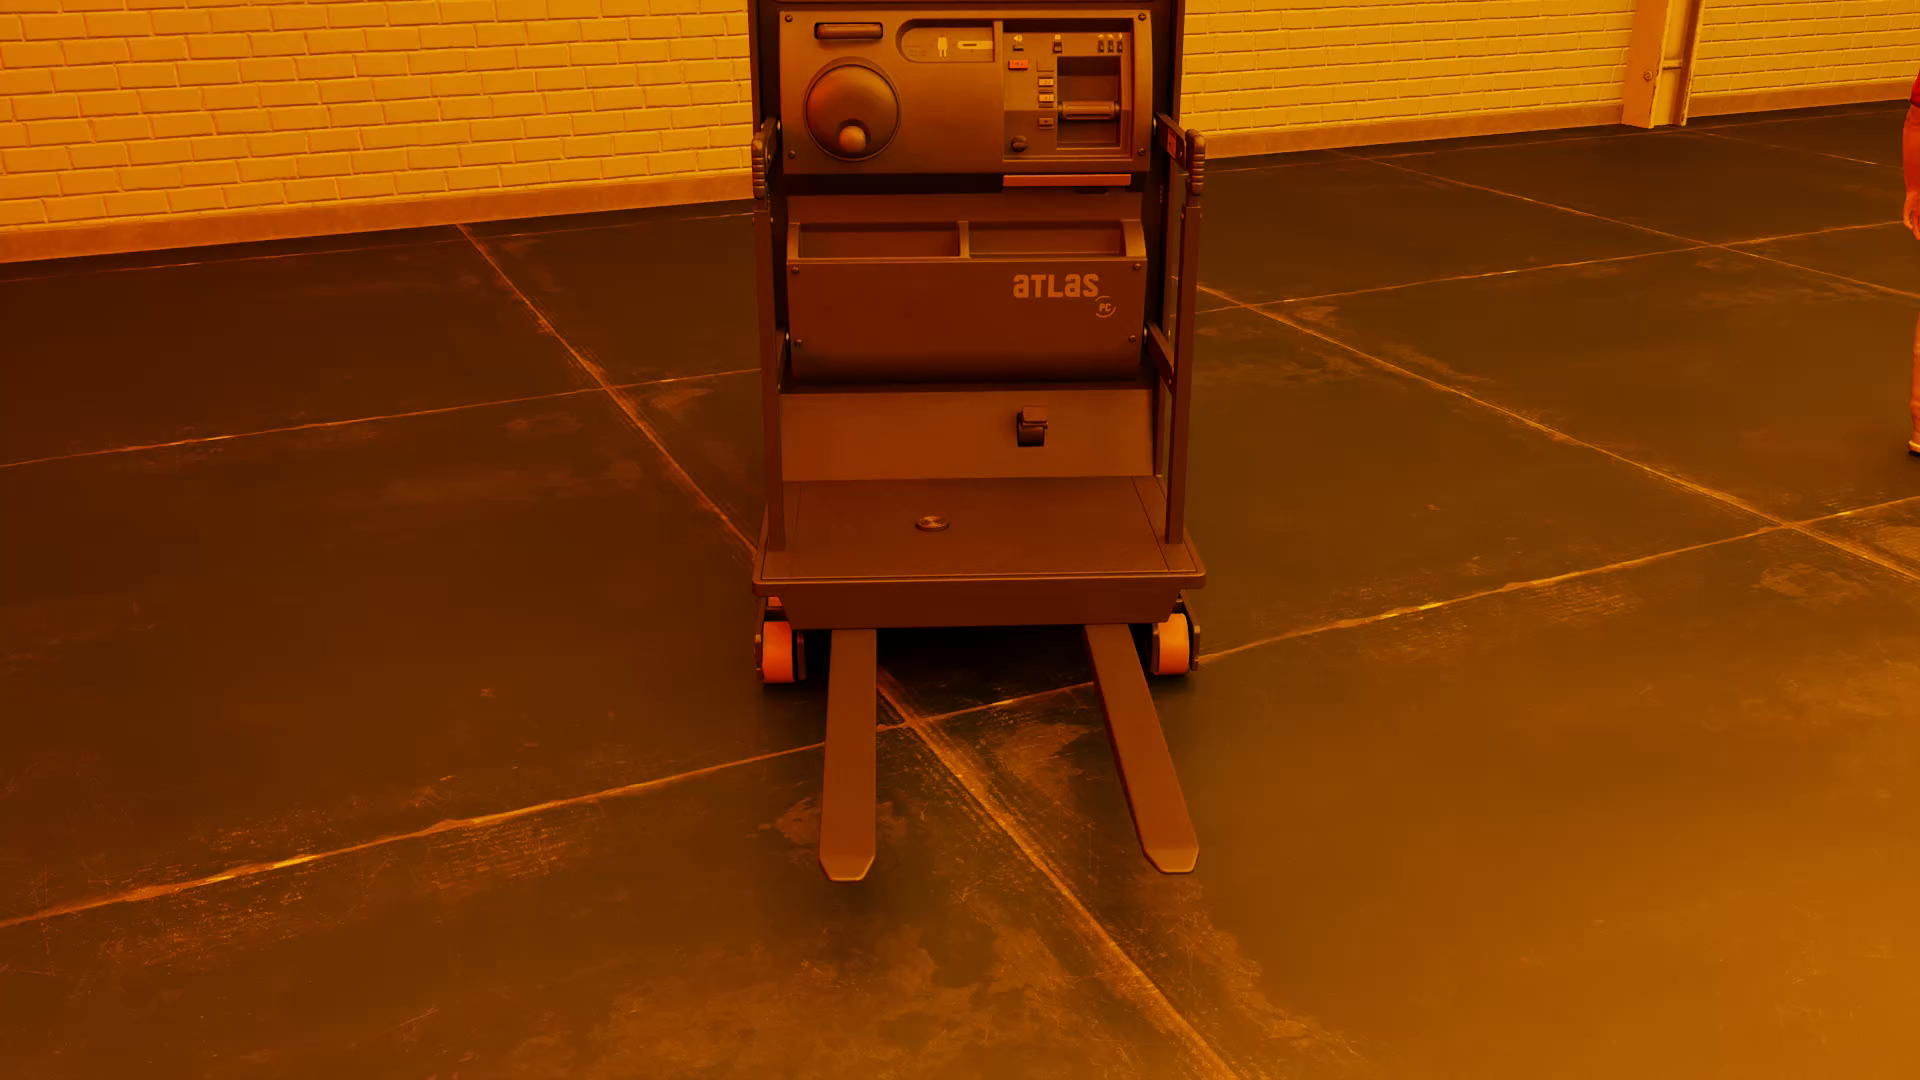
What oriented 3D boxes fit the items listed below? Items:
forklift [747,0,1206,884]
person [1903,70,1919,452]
[{"bbox_3d":[0.028,-1.113,3.964,1.130,2.935,3.031,-1,23,-2],"label":"forklift"},{"bbox_3d":[3.482,-1.113,5.515,0.551,1.727,0.640,-14,27,-31],"label":"person"}]
